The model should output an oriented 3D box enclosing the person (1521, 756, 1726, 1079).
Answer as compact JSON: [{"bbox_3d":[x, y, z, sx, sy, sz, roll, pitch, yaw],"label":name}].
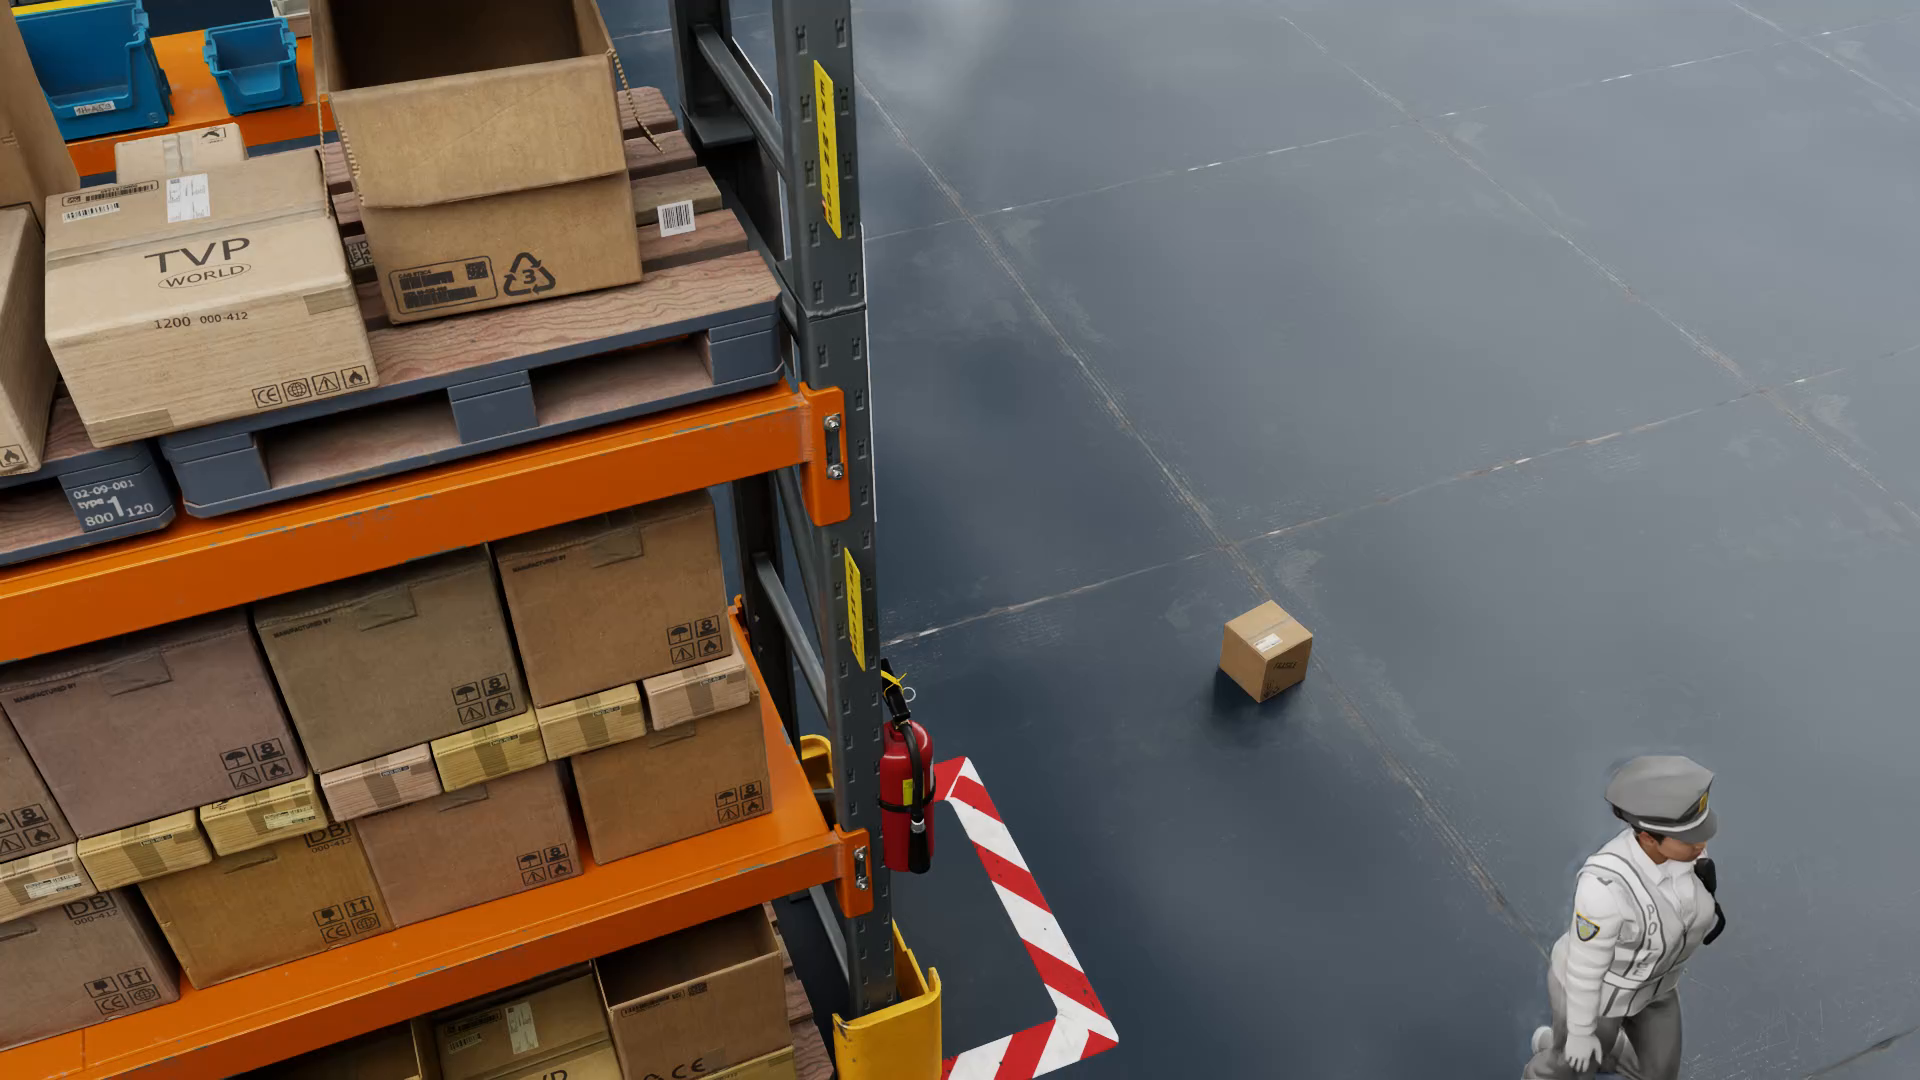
[{"bbox_3d":[1.869,1.252,4.716,0.488,1.690,0.435,-23,47,-24],"label":"person"}]
